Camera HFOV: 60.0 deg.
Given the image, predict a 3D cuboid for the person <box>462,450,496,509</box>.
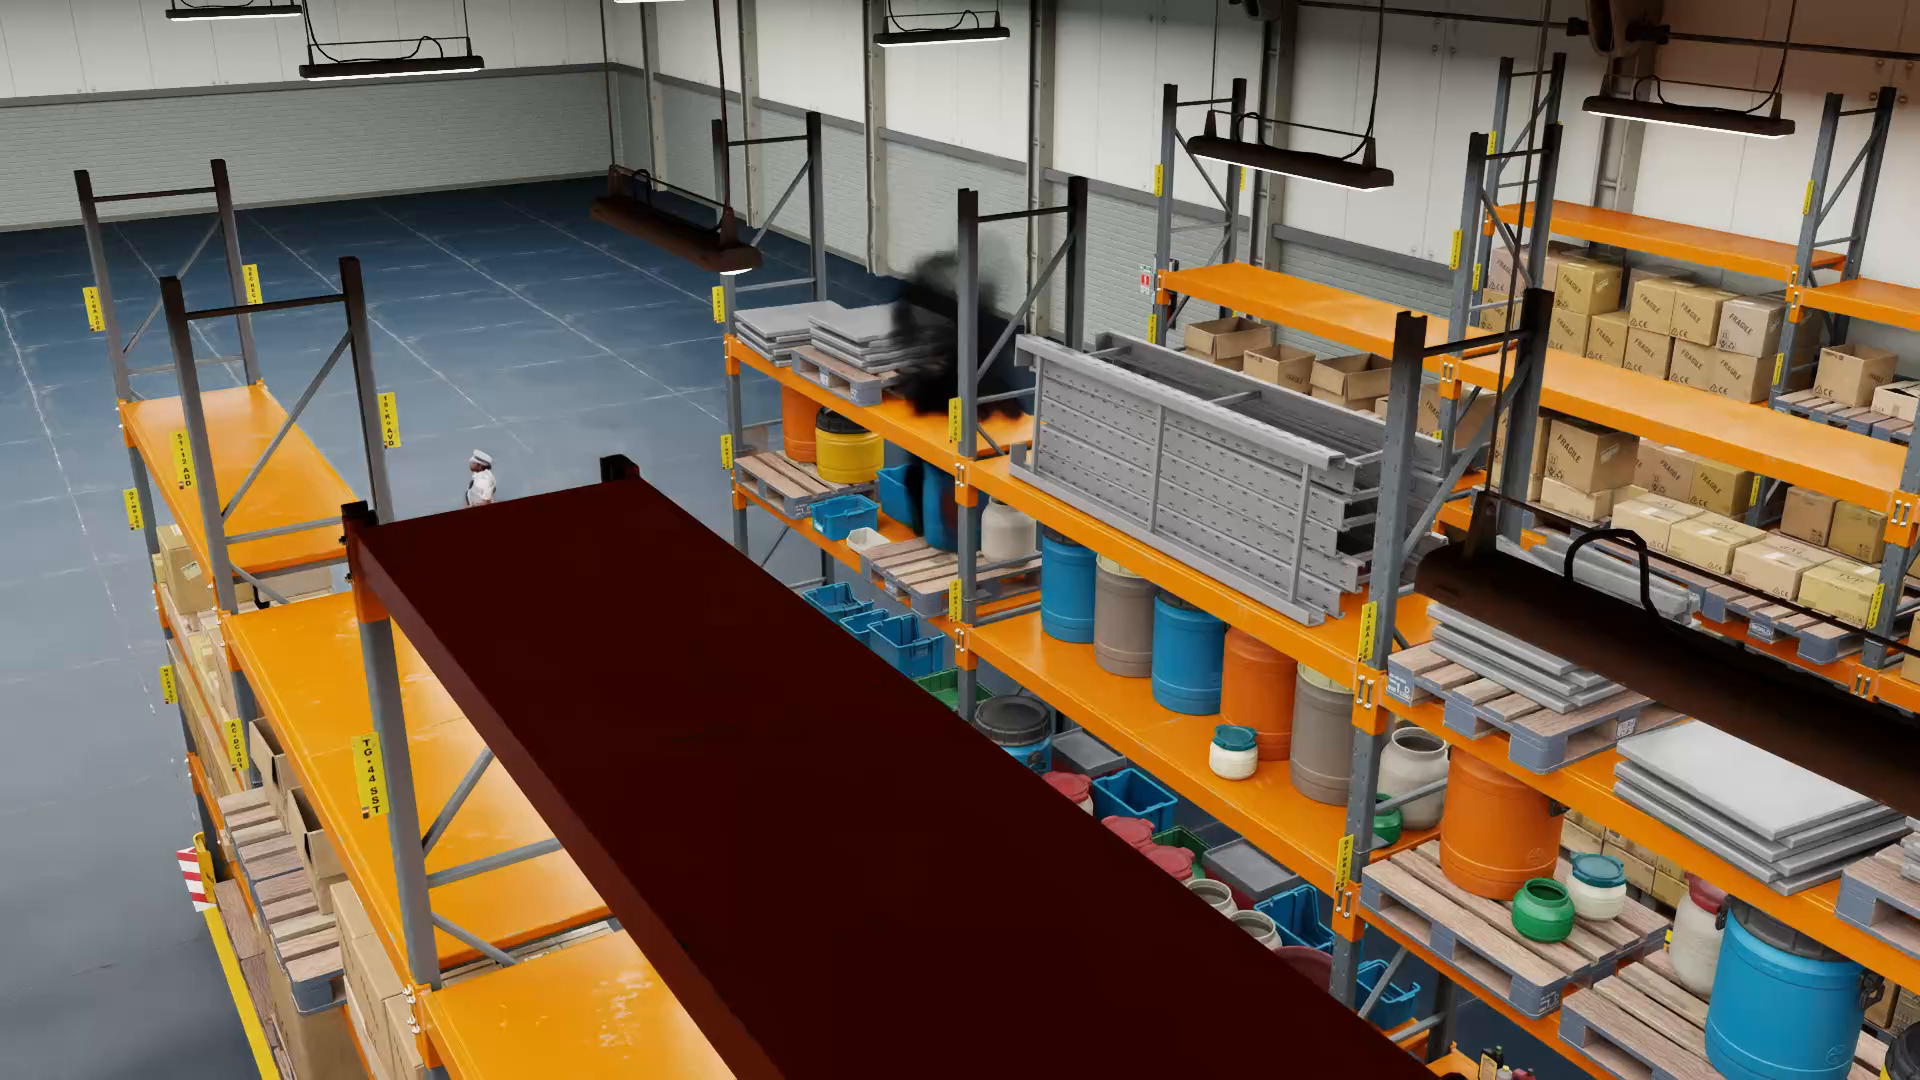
[{"bbox_3d":[-5.673,-0.299,19.912,0.658,1.654,0.579,-4,22,-11],"label":"person"}]
